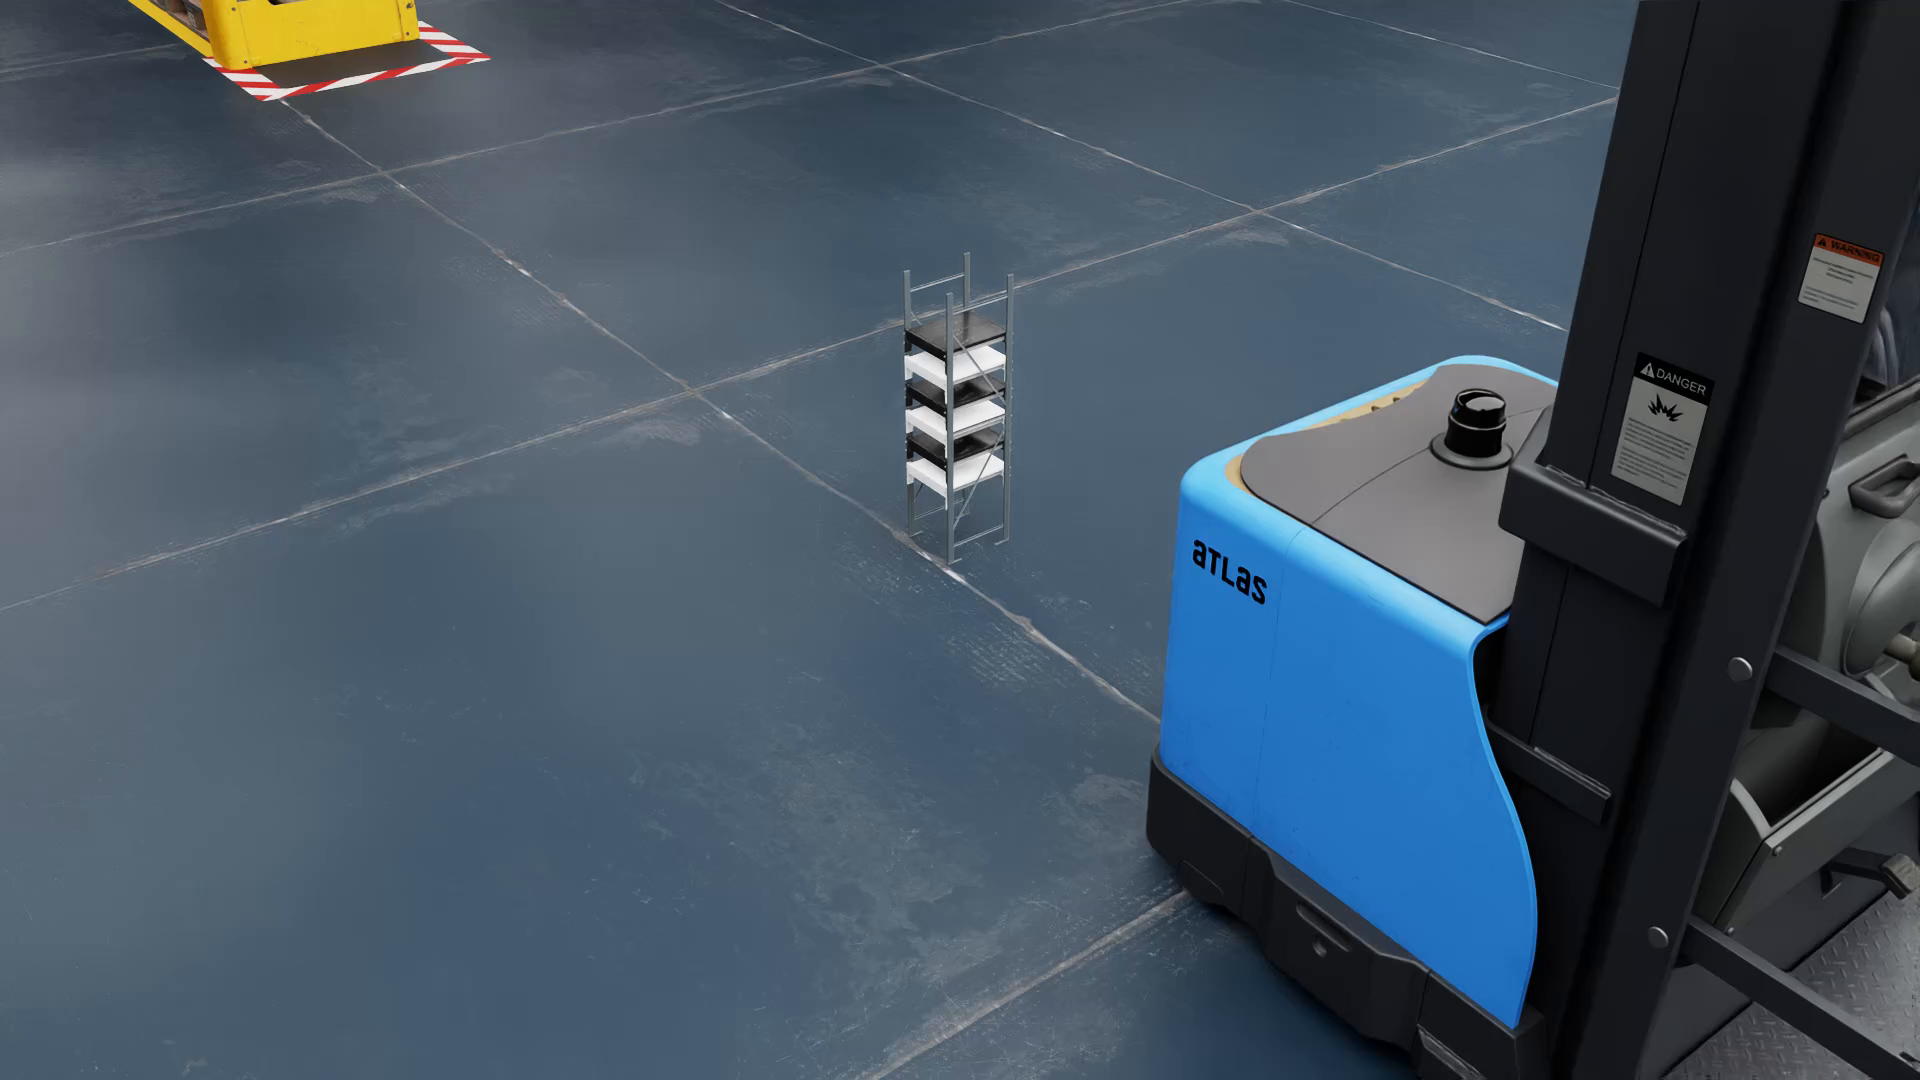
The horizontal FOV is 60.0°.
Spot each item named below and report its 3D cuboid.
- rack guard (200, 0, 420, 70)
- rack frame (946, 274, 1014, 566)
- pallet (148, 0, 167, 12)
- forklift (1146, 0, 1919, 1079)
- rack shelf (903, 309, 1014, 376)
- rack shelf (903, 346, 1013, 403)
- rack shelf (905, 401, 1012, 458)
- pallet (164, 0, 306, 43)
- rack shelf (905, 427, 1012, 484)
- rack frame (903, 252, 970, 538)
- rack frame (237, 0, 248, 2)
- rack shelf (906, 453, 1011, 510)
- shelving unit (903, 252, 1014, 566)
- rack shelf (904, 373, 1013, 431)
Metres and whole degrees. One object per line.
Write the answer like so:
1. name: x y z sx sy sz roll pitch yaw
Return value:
1. rack guard: -3.862 -3.180 9.896 1.175 0.500 0.348 -22 38 -31
2. rack frame: 0.057 -0.343 4.950 0.240 0.900 0.006 -22 38 -31
3. pallet: -5.100 -3.905 11.338 1.003 0.211 1.213 -22 38 -31
4. forklift: 1.731 -0.019 2.503 1.130 2.935 3.031 -22 38 -31
5. rack shelf: -0.005 -0.587 4.893 0.258 0.077 0.200 -22 38 -31
6. rack shelf: -0.005 -0.510 4.941 0.258 0.077 0.200 -22 38 -31
7. rack shelf: -0.005 -0.357 5.036 0.258 0.077 0.200 -22 38 -31
8. pallet: -4.356 -3.397 10.520 1.003 0.211 1.213 -22 38 -31
9. rack shelf: -0.005 -0.281 5.083 0.258 0.077 0.200 -22 38 -31
10. rack frame: -0.067 -0.428 5.086 0.240 0.900 0.006 -22 38 -31
11. rack frame: -3.778 -4.225 9.210 1.000 3.000 0.127 -22 38 -31
12. rack shelf: -0.005 -0.204 5.131 0.258 0.077 0.200 -22 38 -31
13. shelving unit: -0.005 -0.386 5.018 0.258 0.900 0.210 -22 38 -31
14. rack shelf: -0.005 -0.434 4.988 0.258 0.077 0.200 -22 38 -31
